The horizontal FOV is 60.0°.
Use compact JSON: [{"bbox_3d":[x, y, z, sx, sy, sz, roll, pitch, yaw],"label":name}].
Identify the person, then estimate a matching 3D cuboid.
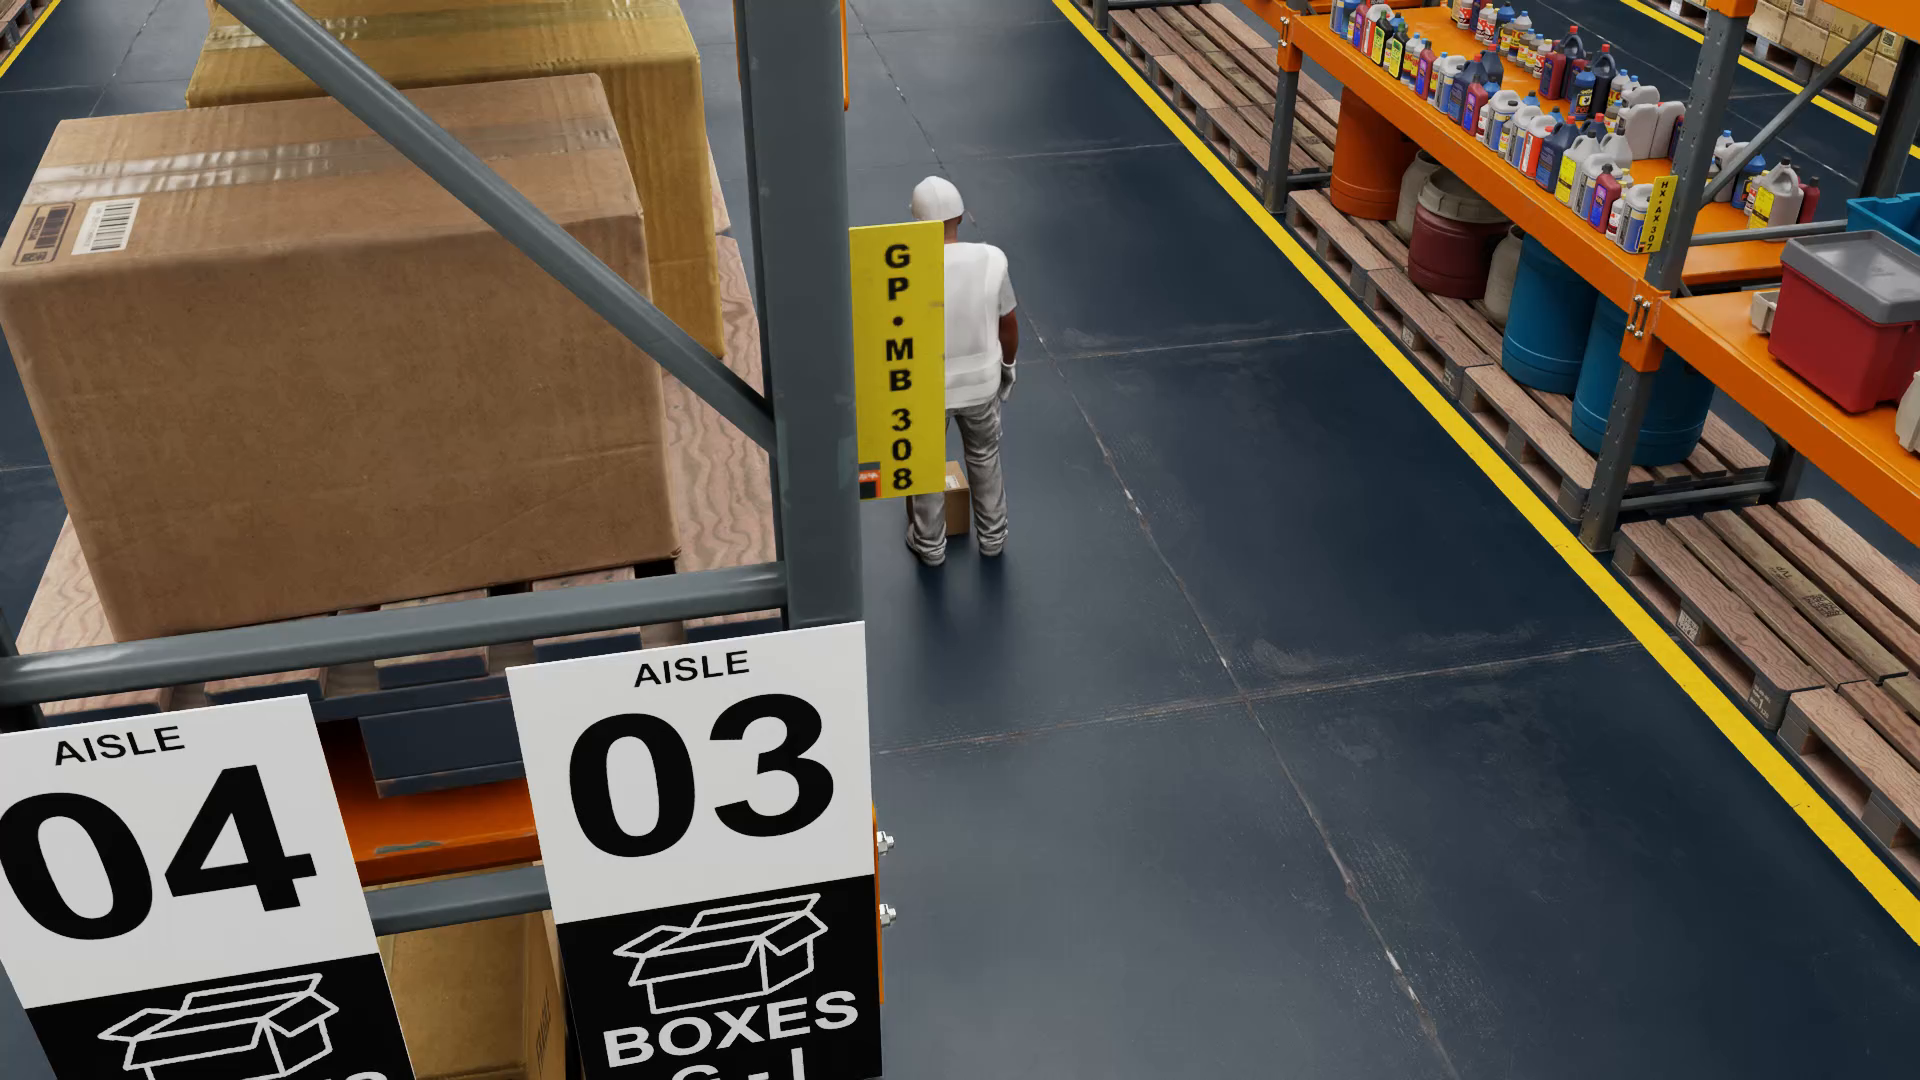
[{"bbox_3d":[-0.051,-0.692,7.157,0.625,1.773,0.451,-9,35,-13],"label":"person"}]
